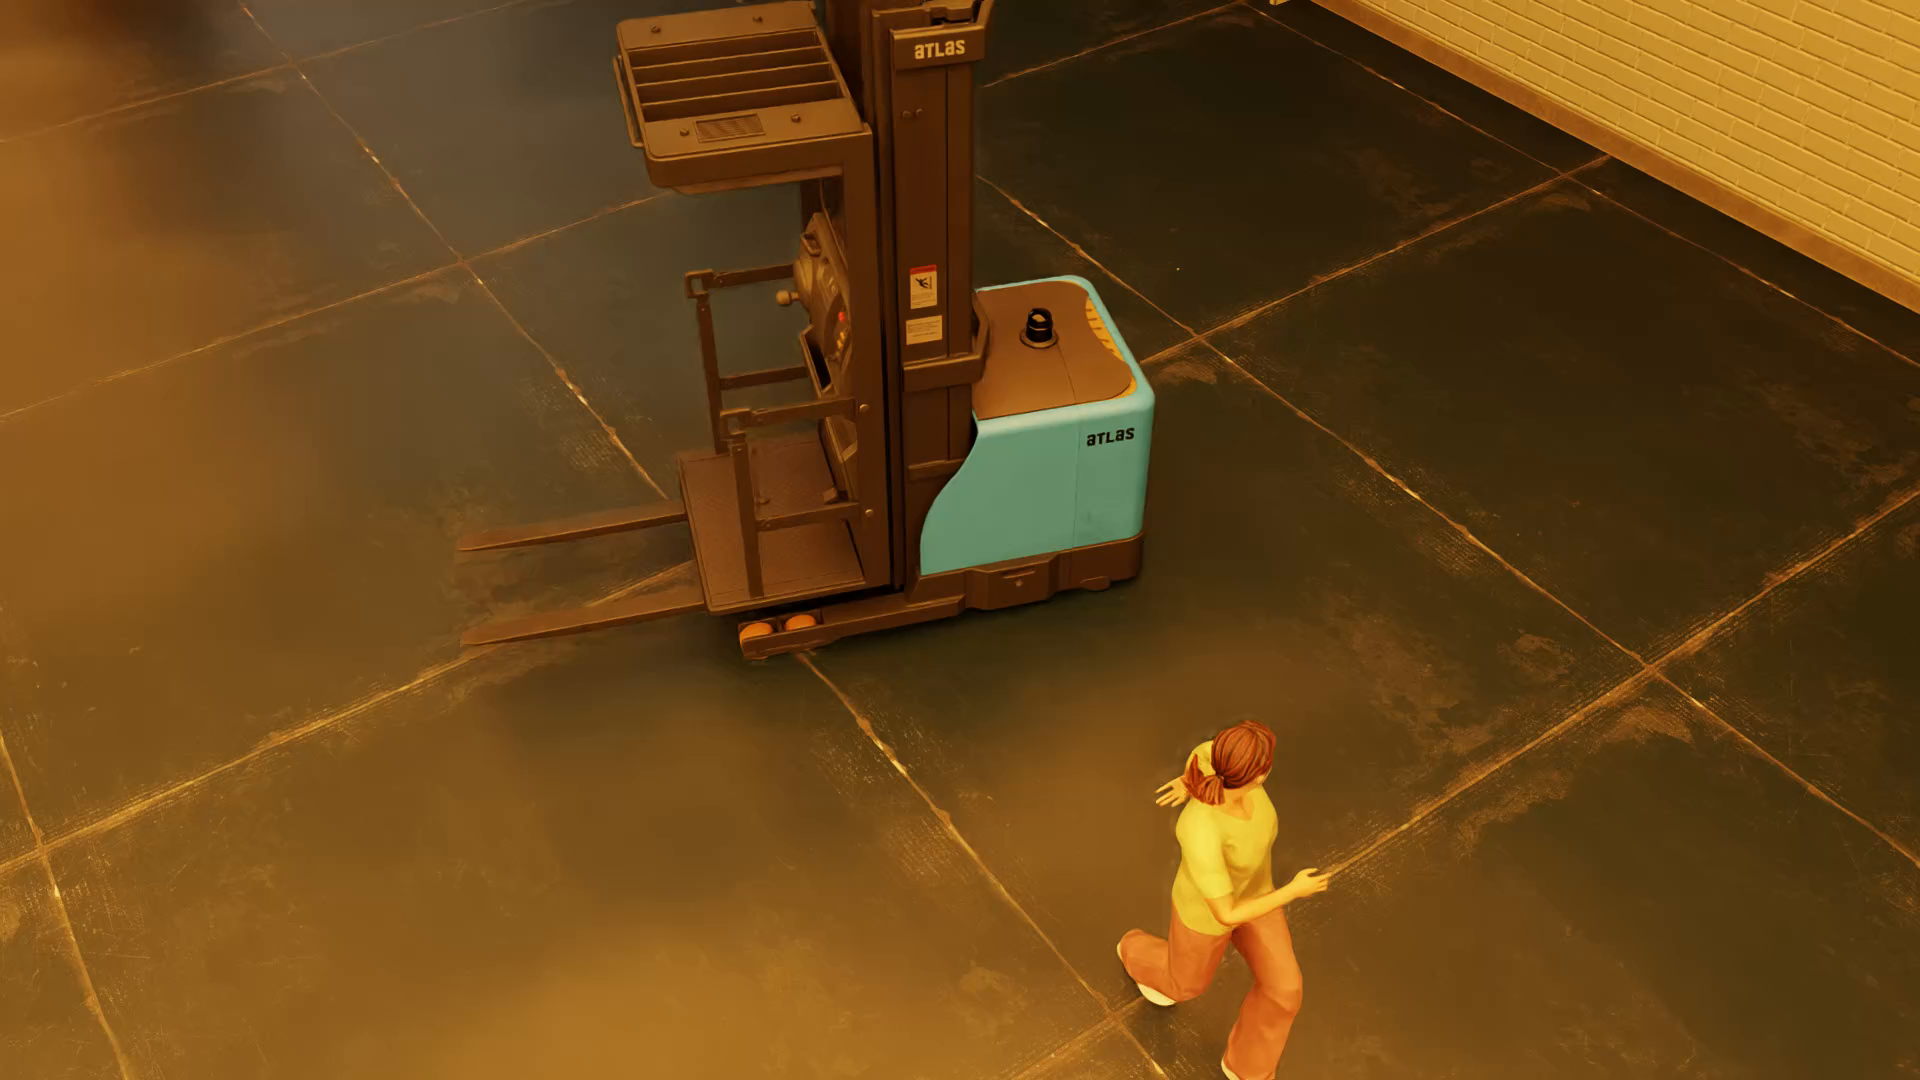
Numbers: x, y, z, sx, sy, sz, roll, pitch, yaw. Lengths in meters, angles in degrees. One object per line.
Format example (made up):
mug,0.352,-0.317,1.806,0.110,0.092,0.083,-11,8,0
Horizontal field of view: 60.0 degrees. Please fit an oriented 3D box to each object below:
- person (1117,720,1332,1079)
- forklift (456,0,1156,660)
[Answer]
person,0.865,1.178,5.452,0.471,1.605,0.903,-30,51,-29
forklift,-0.737,-0.951,6.747,3.031,2.935,1.130,-10,44,-11
